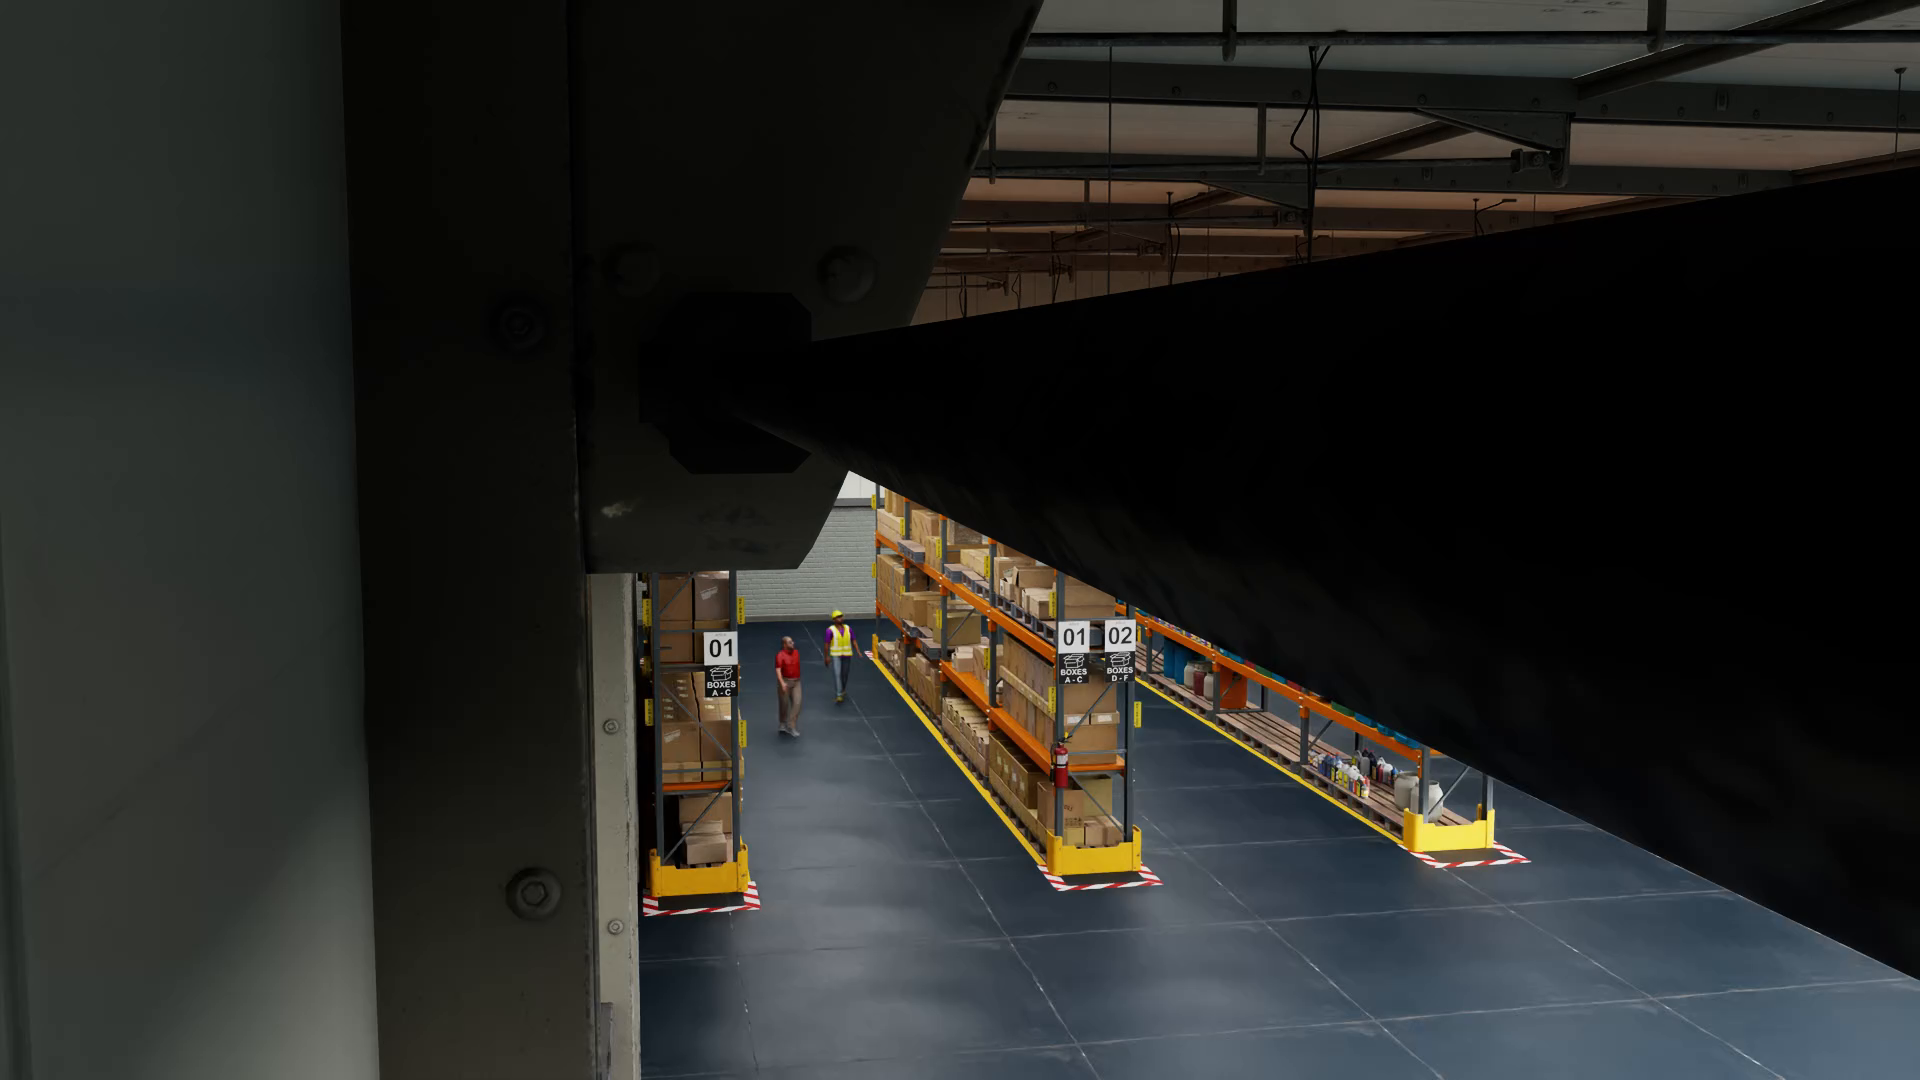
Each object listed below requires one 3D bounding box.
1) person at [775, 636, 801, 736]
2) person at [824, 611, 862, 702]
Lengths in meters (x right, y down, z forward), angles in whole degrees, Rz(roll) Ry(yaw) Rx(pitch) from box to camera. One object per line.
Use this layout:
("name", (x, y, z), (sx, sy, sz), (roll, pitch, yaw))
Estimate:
("person", (-2.973, 2.535, 28.906), (0.576, 1.738, 0.730), (-4, 7, -34))
("person", (-2.240, 2.212, 31.785), (0.694, 1.706, 1.058), (-1, 6, -13))
